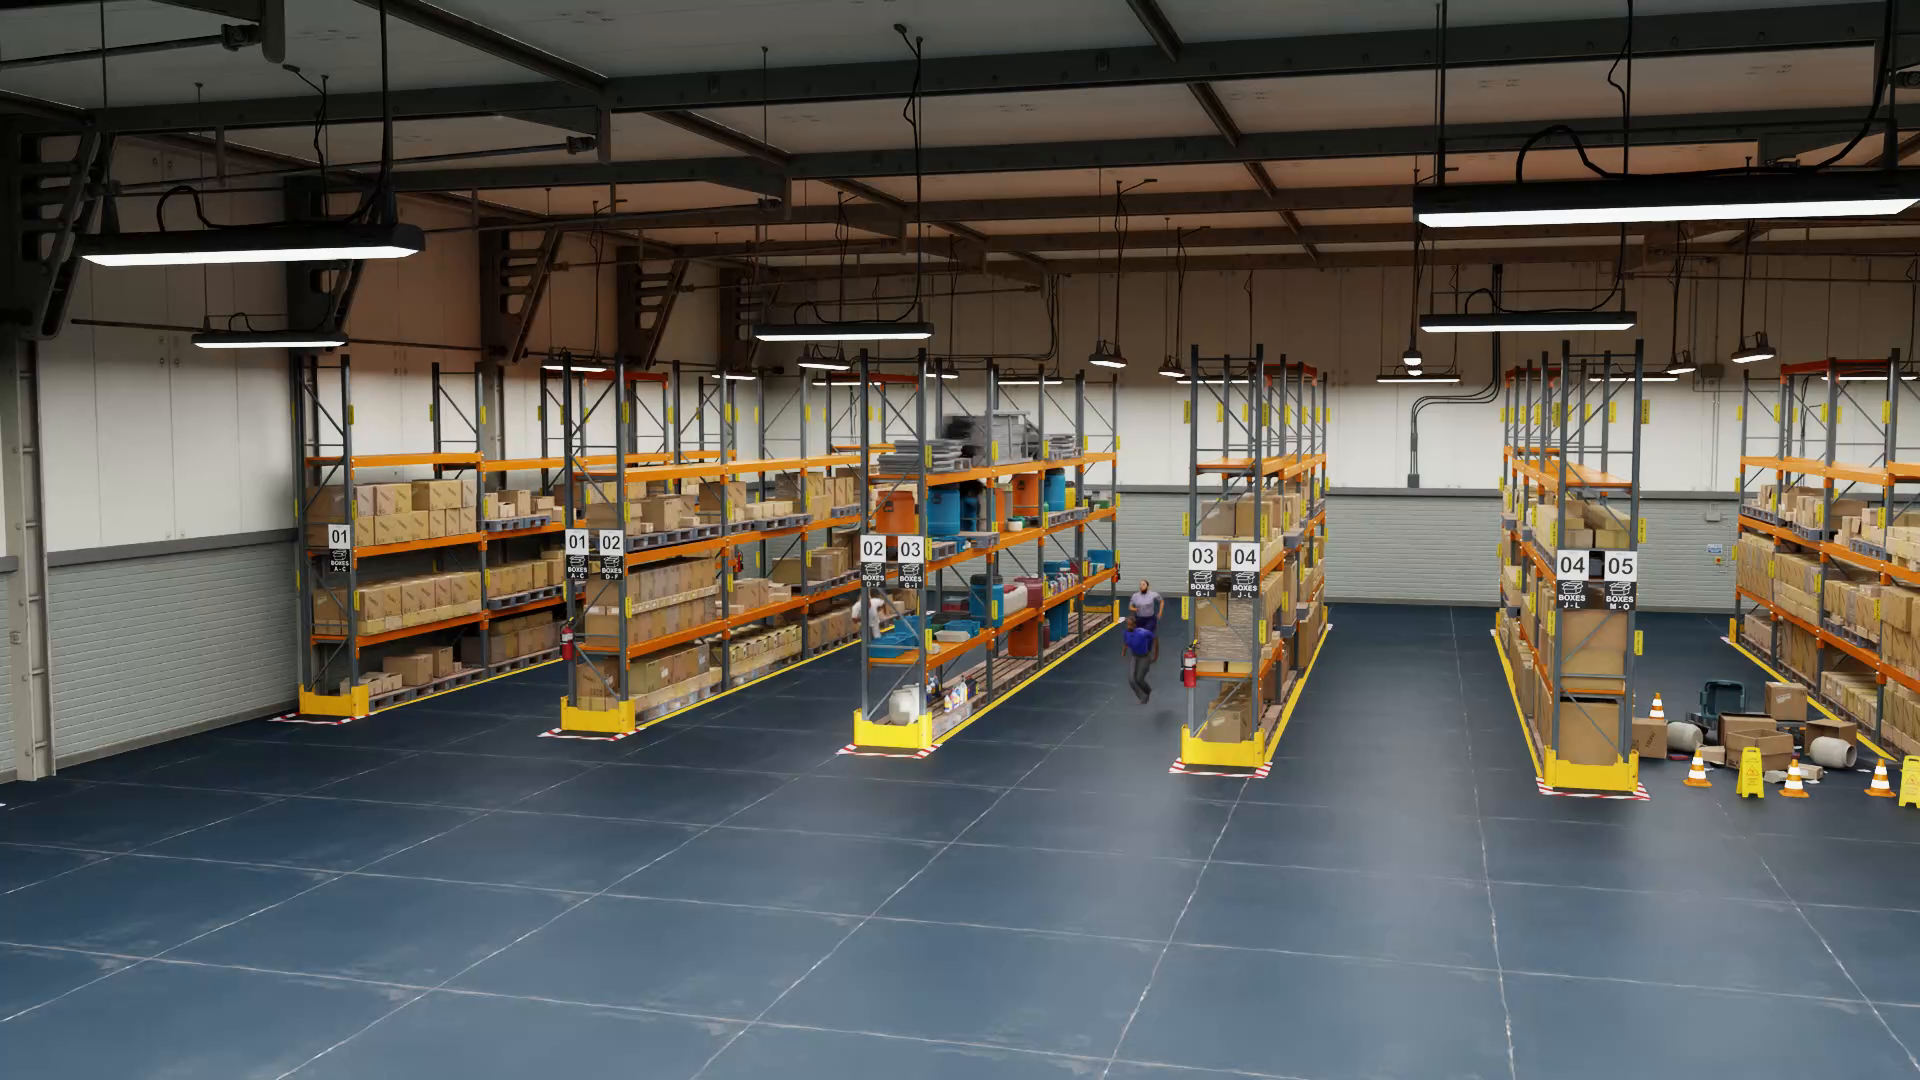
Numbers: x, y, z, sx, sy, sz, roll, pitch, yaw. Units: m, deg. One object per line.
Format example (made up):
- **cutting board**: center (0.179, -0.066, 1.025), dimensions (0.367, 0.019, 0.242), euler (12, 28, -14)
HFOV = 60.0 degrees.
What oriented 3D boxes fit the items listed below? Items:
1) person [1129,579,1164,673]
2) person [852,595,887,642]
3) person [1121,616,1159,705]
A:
- **person**: center (3.486, 1.585, 31.177), dimensions (0.617, 1.705, 0.847), euler (1, 5, 18)
- **person**: center (-1.820, 1.744, 33.485), dimensions (0.721, 1.469, 0.987), euler (0, 4, -4)
- **person**: center (2.926, 1.955, 26.956), dimensions (0.590, 1.490, 0.754), euler (3, 5, 35)
